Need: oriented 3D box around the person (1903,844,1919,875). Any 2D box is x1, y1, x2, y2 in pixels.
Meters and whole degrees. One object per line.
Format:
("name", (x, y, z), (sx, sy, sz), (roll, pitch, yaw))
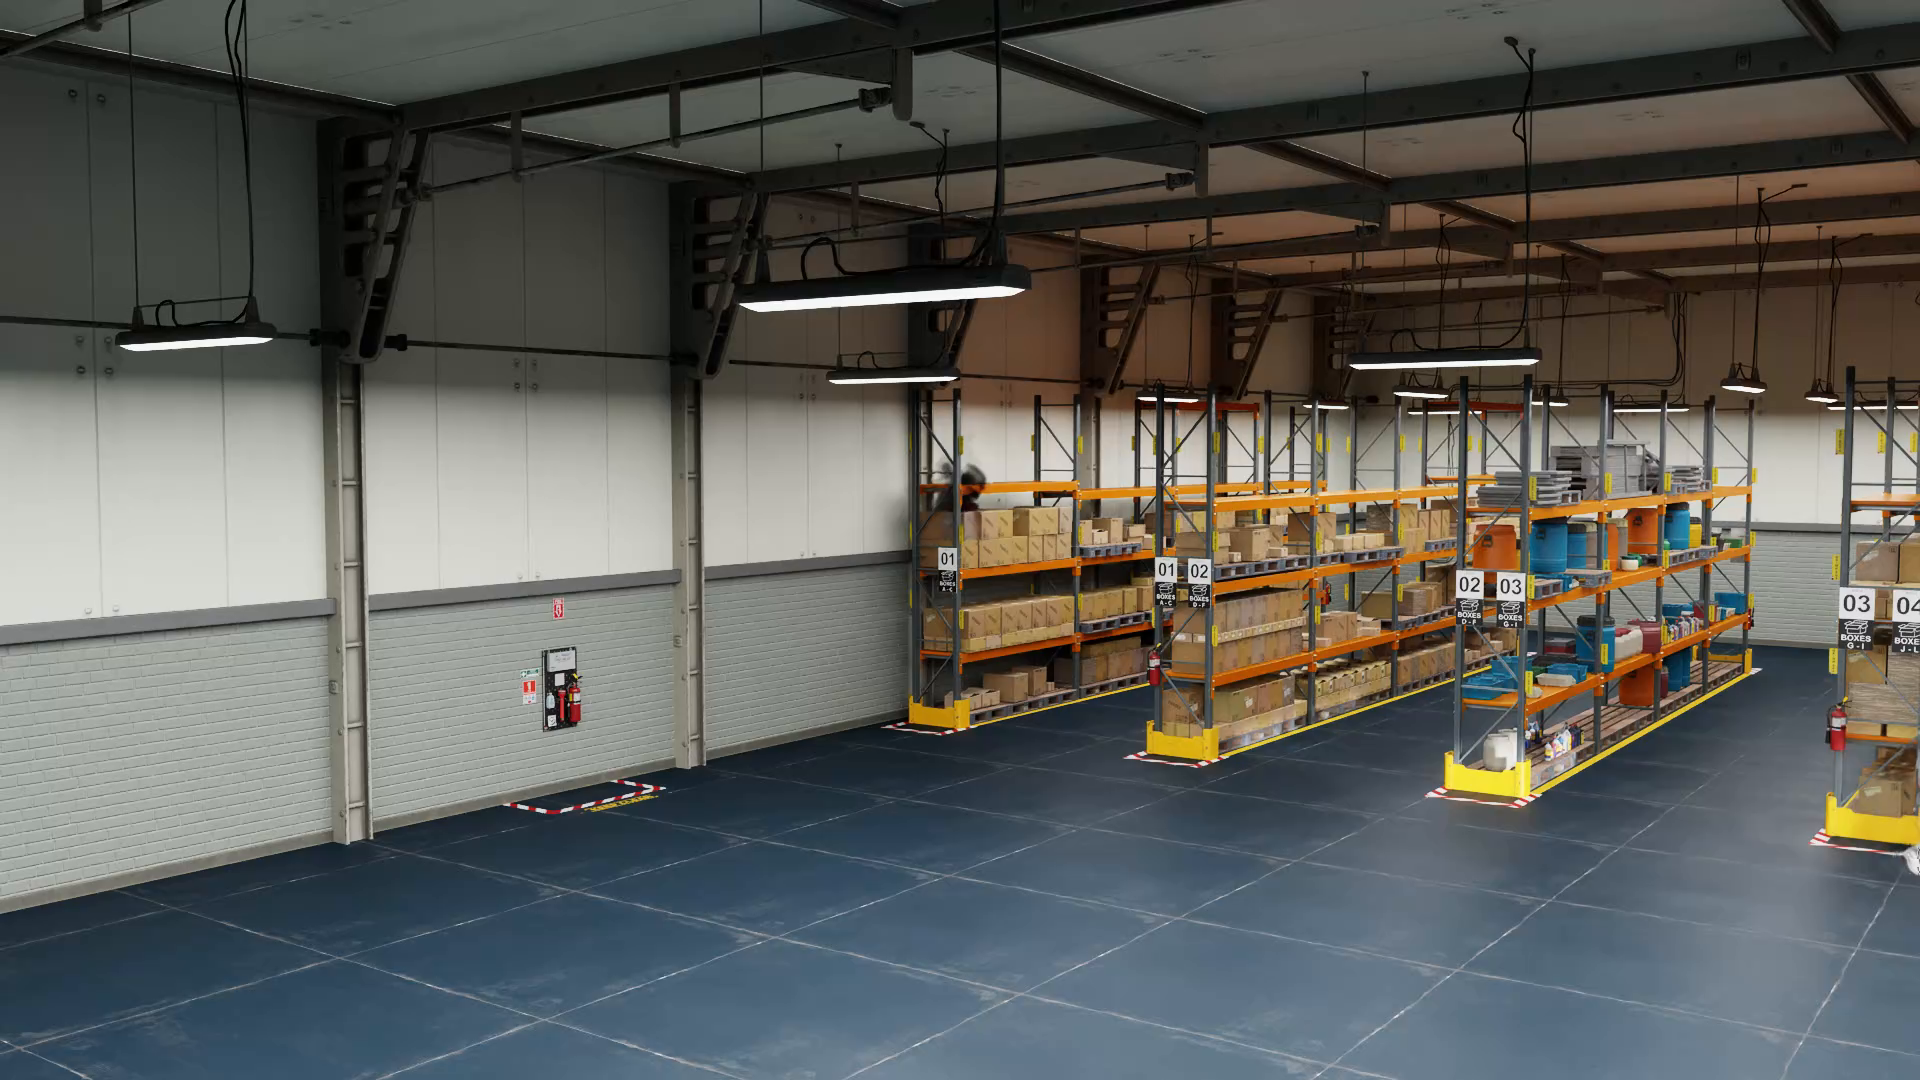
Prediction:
("person", (11.064, 3.052, 18.618), (0.696, 1.777, 0.942), (-1, 4, -23))
